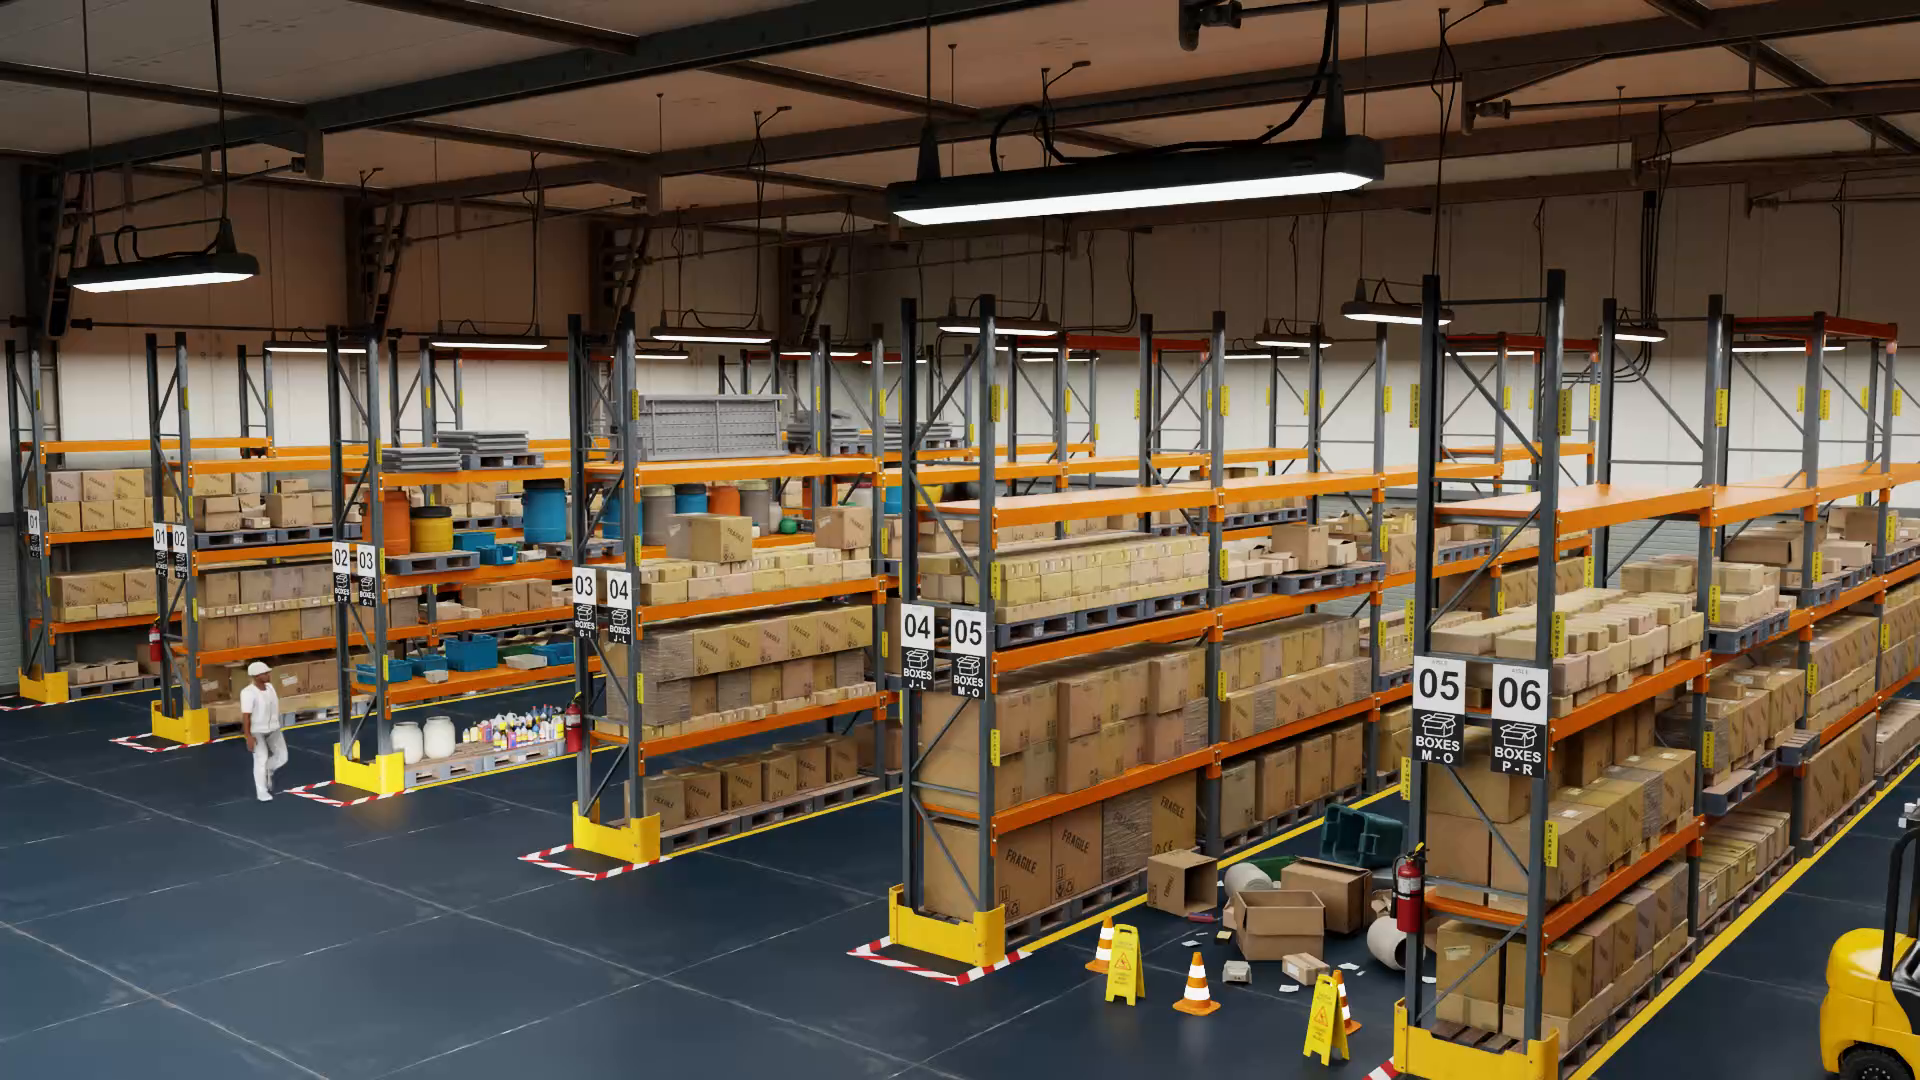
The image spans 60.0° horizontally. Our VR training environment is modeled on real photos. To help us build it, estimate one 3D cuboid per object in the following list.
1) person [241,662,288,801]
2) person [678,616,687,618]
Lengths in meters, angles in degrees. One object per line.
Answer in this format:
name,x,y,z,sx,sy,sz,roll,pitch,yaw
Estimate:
person,-8.840,2.394,20.945,0.546,1.754,0.554,4,6,37
person,-4.865,1.797,28.116,0.697,1.832,0.584,0,5,5
